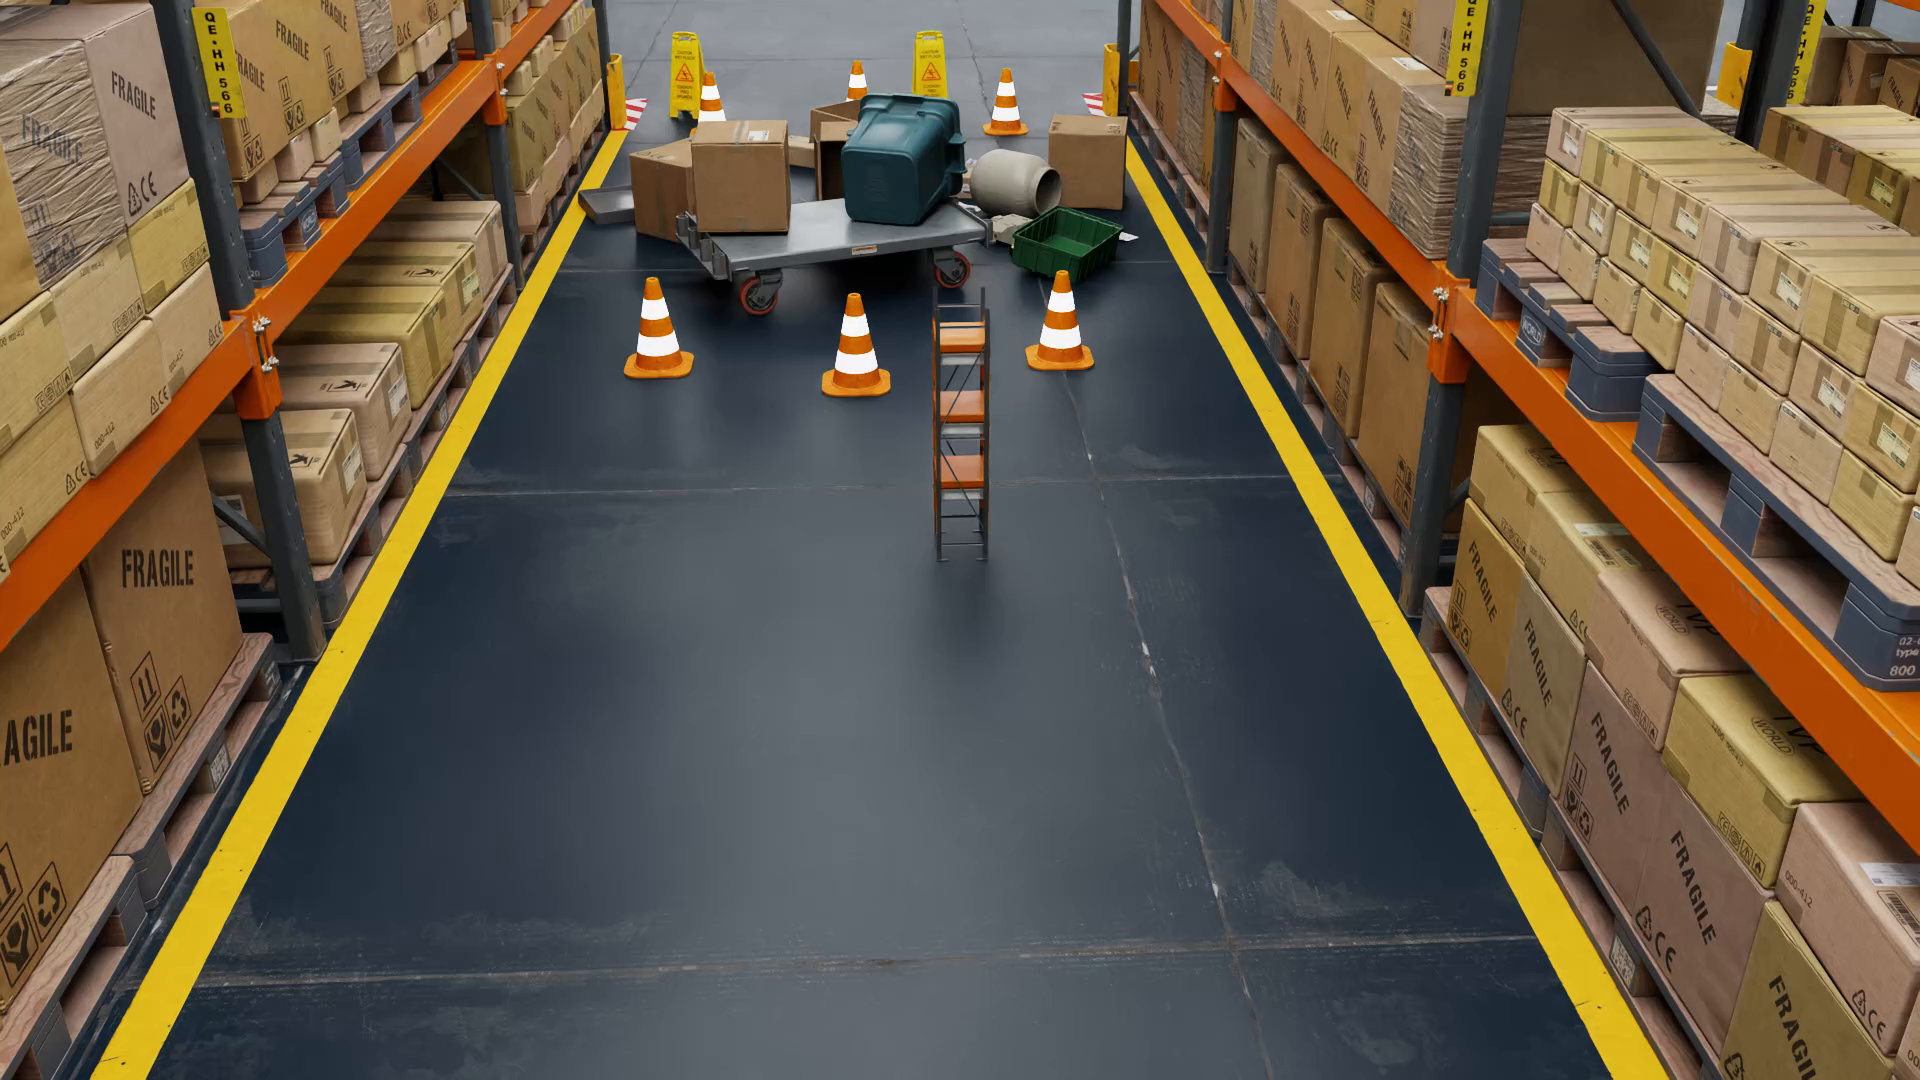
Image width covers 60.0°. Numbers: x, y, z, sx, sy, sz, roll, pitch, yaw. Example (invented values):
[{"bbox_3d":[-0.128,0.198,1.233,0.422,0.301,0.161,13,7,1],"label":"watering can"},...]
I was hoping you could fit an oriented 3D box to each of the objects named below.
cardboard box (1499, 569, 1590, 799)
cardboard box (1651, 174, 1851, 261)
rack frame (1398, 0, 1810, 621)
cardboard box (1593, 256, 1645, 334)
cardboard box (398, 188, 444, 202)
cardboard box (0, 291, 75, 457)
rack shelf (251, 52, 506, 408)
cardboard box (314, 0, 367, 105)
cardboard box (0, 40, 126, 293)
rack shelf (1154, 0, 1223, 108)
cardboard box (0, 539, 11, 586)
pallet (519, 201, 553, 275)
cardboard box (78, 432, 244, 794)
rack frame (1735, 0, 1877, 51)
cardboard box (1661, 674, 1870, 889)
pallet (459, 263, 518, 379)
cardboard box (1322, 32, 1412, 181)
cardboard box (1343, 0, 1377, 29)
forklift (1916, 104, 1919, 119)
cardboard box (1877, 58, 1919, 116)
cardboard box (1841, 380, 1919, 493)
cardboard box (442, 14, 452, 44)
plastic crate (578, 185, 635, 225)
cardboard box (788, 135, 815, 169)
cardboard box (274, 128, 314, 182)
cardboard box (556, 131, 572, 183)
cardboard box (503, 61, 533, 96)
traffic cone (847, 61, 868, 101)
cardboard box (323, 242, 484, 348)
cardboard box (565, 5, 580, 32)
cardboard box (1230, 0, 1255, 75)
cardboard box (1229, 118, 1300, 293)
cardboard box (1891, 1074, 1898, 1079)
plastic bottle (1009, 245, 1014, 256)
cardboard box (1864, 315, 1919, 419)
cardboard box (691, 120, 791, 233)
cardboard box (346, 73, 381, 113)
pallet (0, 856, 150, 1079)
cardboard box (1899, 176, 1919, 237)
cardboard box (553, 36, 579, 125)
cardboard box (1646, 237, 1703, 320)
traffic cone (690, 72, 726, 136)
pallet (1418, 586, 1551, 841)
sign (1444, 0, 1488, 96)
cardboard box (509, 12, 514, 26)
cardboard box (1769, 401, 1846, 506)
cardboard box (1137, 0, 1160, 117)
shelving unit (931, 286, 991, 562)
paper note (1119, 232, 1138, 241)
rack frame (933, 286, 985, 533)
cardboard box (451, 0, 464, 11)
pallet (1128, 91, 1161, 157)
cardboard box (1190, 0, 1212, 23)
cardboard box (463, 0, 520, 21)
[{"bbox_3d":[1.969,0.416,4.957,0.500,0.500,0.500,-1,28,-2],"label":"cardboard box"},{"bbox_3d":[2.026,-0.832,4.275,0.380,0.149,0.250,-3,28,-5],"label":"cardboard box"},{"bbox_3d":[2.157,-1.071,5.560,1.000,3.000,0.127,-1,28,-3],"label":"rack frame"},{"bbox_3d":[2.007,-0.686,4.639,0.380,0.149,0.250,0,28,0],"label":"cardboard box"},{"bbox_3d":[-3.289,-1.986,9.832,0.500,0.250,0.500,0,28,0],"label":"cardboard box"},{"bbox_3d":[-2.424,-0.370,3.837,0.500,0.250,0.500,-2,28,-4],"label":"cardboard box"},{"bbox_3d":[-2.885,-1.509,7.178,1.077,0.370,4.000,-1,28,-3],"label":"rack shelf"},{"bbox_3d":[-2.642,-1.966,6.392,0.500,0.500,0.500,-1,28,-2],"label":"cardboard box"},{"bbox_3d":[-2.458,-0.923,4.087,0.500,0.500,0.500,-1,28,-2],"label":"cardboard box"},{"bbox_3d":[1.844,-3.523,11.039,1.077,0.370,4.000,-1,28,-3],"label":"rack shelf"},{"bbox_3d":[-2.388,0.092,3.491,0.500,0.250,0.500,-2,28,-3],"label":"cardboard box"},{"bbox_3d":[-3.060,-1.825,10.021,1.003,0.211,1.213,-1,28,-3],"label":"pallet"},{"bbox_3d":[-2.828,0.172,5.020,0.875,0.875,0.875,-2,28,-3],"label":"cardboard box"},{"bbox_3d":[6.698,-4.838,12.783,1.000,3.000,0.127,-1,28,-3],"label":"rack frame"},{"bbox_3d":[2.019,0.547,3.896,0.500,0.250,0.500,-3,28,-5],"label":"cardboard box"},{"bbox_3d":[-2.948,-1.156,8.738,1.003,0.211,1.213,-1,28,-3],"label":"pallet"},{"bbox_3d":[1.815,-1.778,6.807,0.500,0.500,0.500,-2,28,-4],"label":"cardboard box"},{"bbox_3d":[2.060,-2.473,7.058,0.700,0.500,0.500,-2,28,-3],"label":"cardboard box"},{"bbox_3d":[5.189,-2.009,7.432,3.031,2.935,1.130,-15,31,-26],"label":"forklift"},{"bbox_3d":[6.793,-3.063,11.628,0.500,0.500,0.500,1,28,2],"label":"cardboard box"},{"bbox_3d":[2.075,-0.218,3.420,0.380,0.149,0.250,-1,28,-2],"label":"cardboard box"},{"bbox_3d":[-2.691,-2.474,8.066,0.380,0.149,0.250,-2,28,-4],"label":"cardboard box"},{"bbox_3d":[-2.253,-2.202,10.886,0.402,0.080,0.583,-11,30,-20],"label":"plastic crate"},{"bbox_3d":[-1.113,-2.779,11.917,0.380,0.149,0.250,13,30,24],"label":"cardboard box"},{"bbox_3d":[-2.562,-1.393,5.995,0.380,0.149,0.250,-3,28,-6],"label":"cardboard box"},{"bbox_3d":[-2.821,-2.489,10.798,0.500,0.250,0.500,-2,28,-3],"label":"cardboard box"},{"bbox_3d":[-2.698,-2.677,9.646,0.380,0.149,0.250,-1,28,-2],"label":"cardboard box"},{"bbox_3d":[-0.797,-3.491,12.942,0.336,0.463,0.334,-1,28,-3],"label":"traffic cone"},{"bbox_3d":[-2.919,-1.199,8.193,0.950,0.372,0.625,0,28,1],"label":"cardboard box"},{"bbox_3d":[-2.800,-3.539,11.298,0.380,0.149,0.250,-1,28,-2],"label":"cardboard box"},{"bbox_3d":[1.707,-2.713,8.600,0.500,0.500,0.500,-1,28,-2],"label":"cardboard box"},{"bbox_3d":[2.070,-1.822,8.979,1.050,0.750,0.750,-2,28,-3],"label":"cardboard box"},{"bbox_3d":[2.076,1.363,3.142,0.500,0.500,0.500,-2,28,-4],"label":"cardboard box"},{"bbox_3d":[0.427,-1.706,9.956,0.133,0.061,0.283,-17,32,-29],"label":"plastic bottle"},{"bbox_3d":[2.083,-0.345,3.342,0.380,0.149,0.250,-3,28,-5],"label":"cardboard box"},{"bbox_3d":[-1.214,-2.036,9.295,0.500,0.500,0.500,-1,28,-3],"label":"cardboard box"},{"bbox_3d":[-2.648,-1.882,6.932,0.380,0.149,0.250,-1,28,-1],"label":"cardboard box"},{"bbox_3d":[-2.754,1.260,4.107,1.003,0.211,1.213,-1,28,-3],"label":"pallet"},{"bbox_3d":[2.683,-0.834,4.280,0.380,0.149,0.250,-1,28,-1],"label":"cardboard box"},{"bbox_3d":[-2.847,-3.061,11.083,0.500,0.500,0.500,-2,28,-4],"label":"cardboard box"},{"bbox_3d":[2.029,-0.685,4.315,0.380,0.149,0.250,-1,28,-2],"label":"cardboard box"},{"bbox_3d":[-1.888,-3.307,12.590,0.336,0.463,0.334,-1,28,-3],"label":"traffic cone"},{"bbox_3d":[2.196,0.526,5.512,1.003,0.211,1.213,-1,28,-3],"label":"pallet"},{"bbox_3d":[1.603,-1.569,5.263,0.100,0.325,0.005,-1,28,-3],"label":"sign"},{"bbox_3d":[-2.795,-3.031,9.590,0.380,0.149,0.250,-2,28,-3],"label":"cardboard box"},{"bbox_3d":[2.062,-0.202,3.711,0.380,0.149,0.250,-2,28,-4],"label":"cardboard box"},{"bbox_3d":[1.841,-3.698,12.440,0.875,0.875,0.875,-1,28,-2],"label":"cardboard box"},{"bbox_3d":[0.003,-0.441,6.460,0.215,1.050,0.252,-1,28,-3],"label":"shelving unit"},{"bbox_3d":[1.009,-1.891,10.341,0.147,0.020,0.142,-23,35,-37],"label":"paper note"},{"bbox_3d":[-0.004,-0.497,6.568,0.200,1.050,0.008,-1,28,-3],"label":"rack frame"},{"bbox_3d":[-2.737,-2.907,8.195,0.500,0.500,0.500,-2,28,-4],"label":"cardboard box"},{"bbox_3d":[1.859,-3.162,12.584,1.003,0.211,1.213,-1,28,-3],"label":"pallet"},{"bbox_3d":[1.866,-3.408,9.879,0.875,0.550,0.550,-1,28,-3],"label":"cardboard box"},{"bbox_3d":[-2.735,-3.138,9.093,0.500,0.500,0.500,-1,28,-3],"label":"cardboard box"}]
